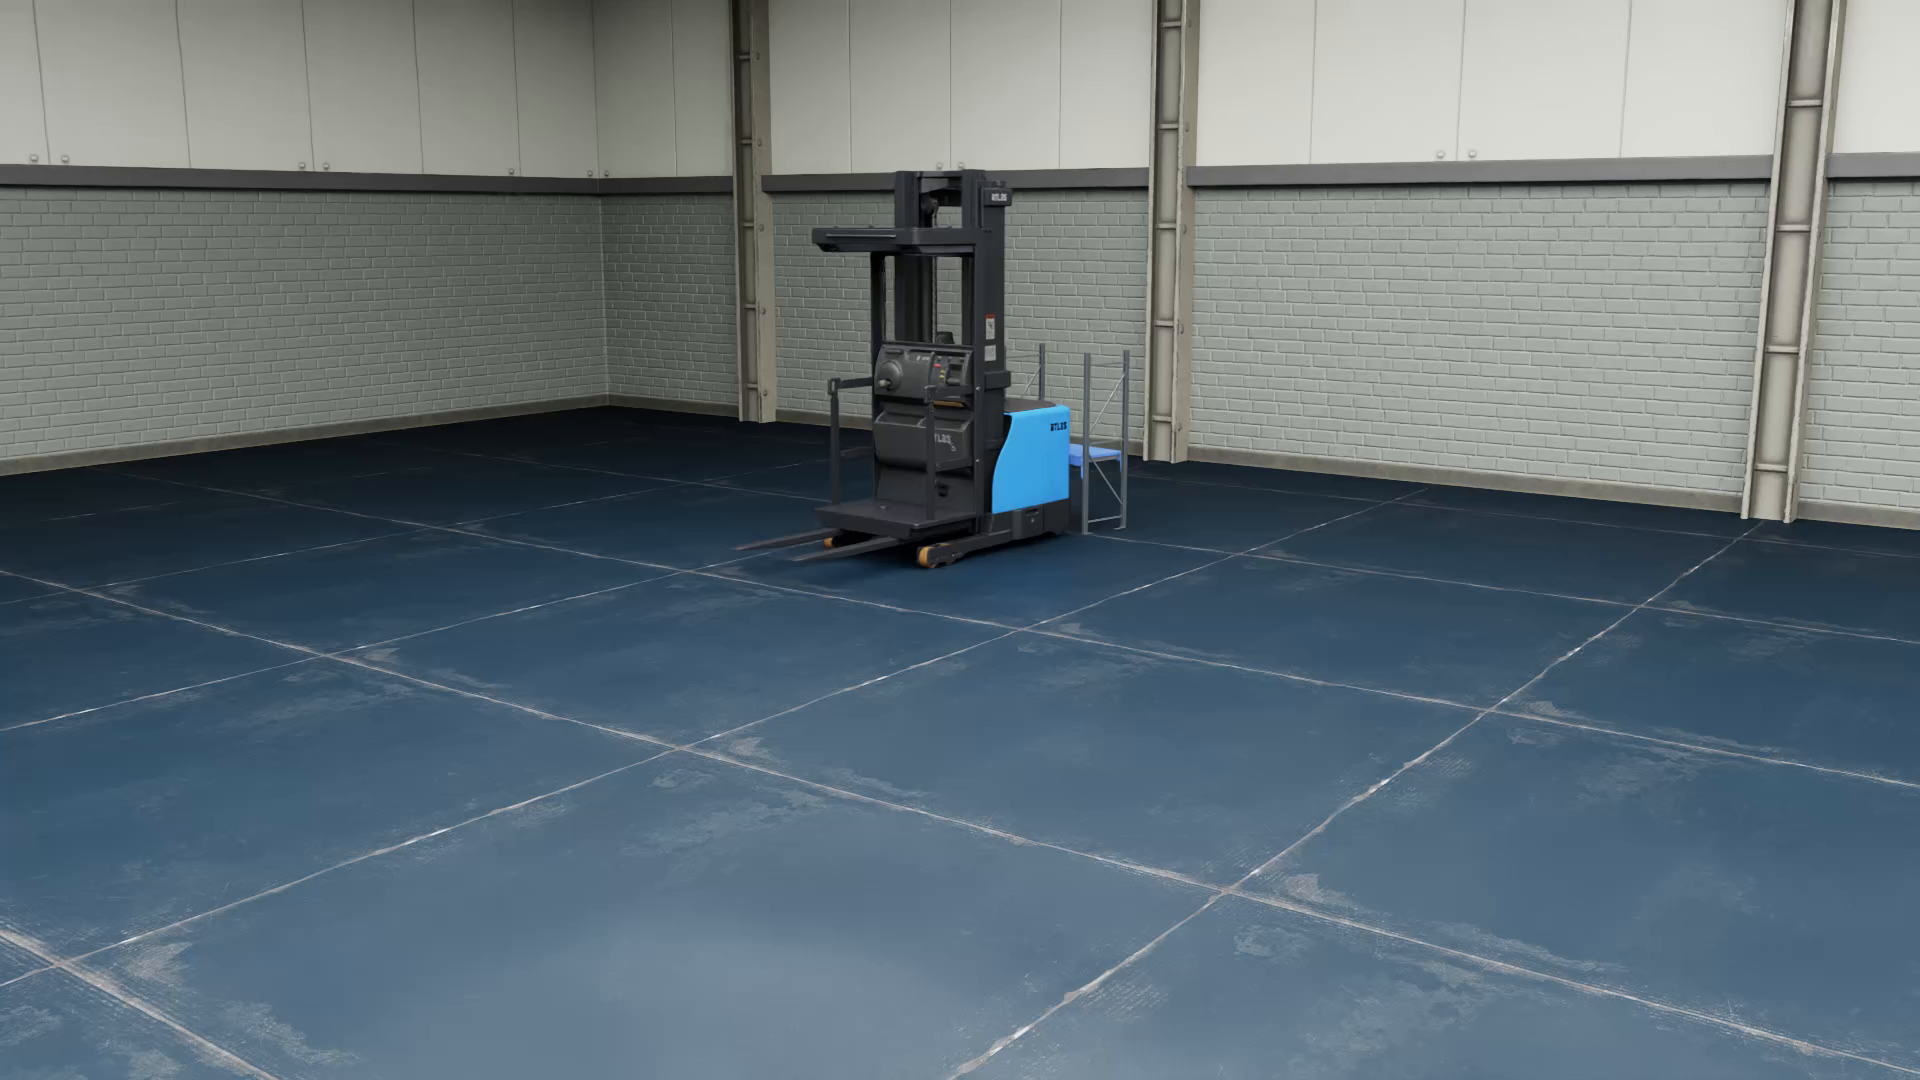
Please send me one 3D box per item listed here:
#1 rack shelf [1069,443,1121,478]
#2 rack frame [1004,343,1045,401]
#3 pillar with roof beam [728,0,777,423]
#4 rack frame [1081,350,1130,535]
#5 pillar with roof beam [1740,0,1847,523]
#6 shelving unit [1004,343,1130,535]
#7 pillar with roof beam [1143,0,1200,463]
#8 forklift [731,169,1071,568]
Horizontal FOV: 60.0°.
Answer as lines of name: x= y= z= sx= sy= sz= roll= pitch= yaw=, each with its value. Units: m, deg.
rack shelf: x=0.875 y=-0.706 z=14.176 sx=0.538 sy=0.185 sz=1.000 roll=-9 pitch=14 yaw=-40
rack frame: x=0.544 y=-0.956 z=14.521 sx=0.500 sy=1.500 sz=0.032 roll=-9 pitch=14 yaw=-40
pillar with roof beam: x=-5.158 y=-5.300 z=17.234 sx=0.400 sy=9.000 sz=9.100 roll=8 pitch=13 yaw=36
rack frame: x=1.205 y=-0.809 z=13.762 sx=0.500 sy=1.500 sz=0.032 roll=-9 pitch=14 yaw=-40
pillar with roof beam: x=4.514 y=-3.951 z=10.261 sx=0.400 sy=9.000 sz=9.100 roll=8 pitch=13 yaw=36
shelving unit: x=0.875 y=-0.882 z=14.142 sx=0.538 sy=1.500 sz=1.048 roll=-9 pitch=14 yaw=-40
pillar with roof beam: x=-0.322 y=-4.626 z=13.748 sx=0.400 sy=9.000 sz=9.100 roll=8 pitch=13 yaw=36
forklift: x=-0.424 y=-1.333 z=12.706 sx=1.130 sy=2.935 sz=3.031 roll=9 pitch=14 yaw=39
